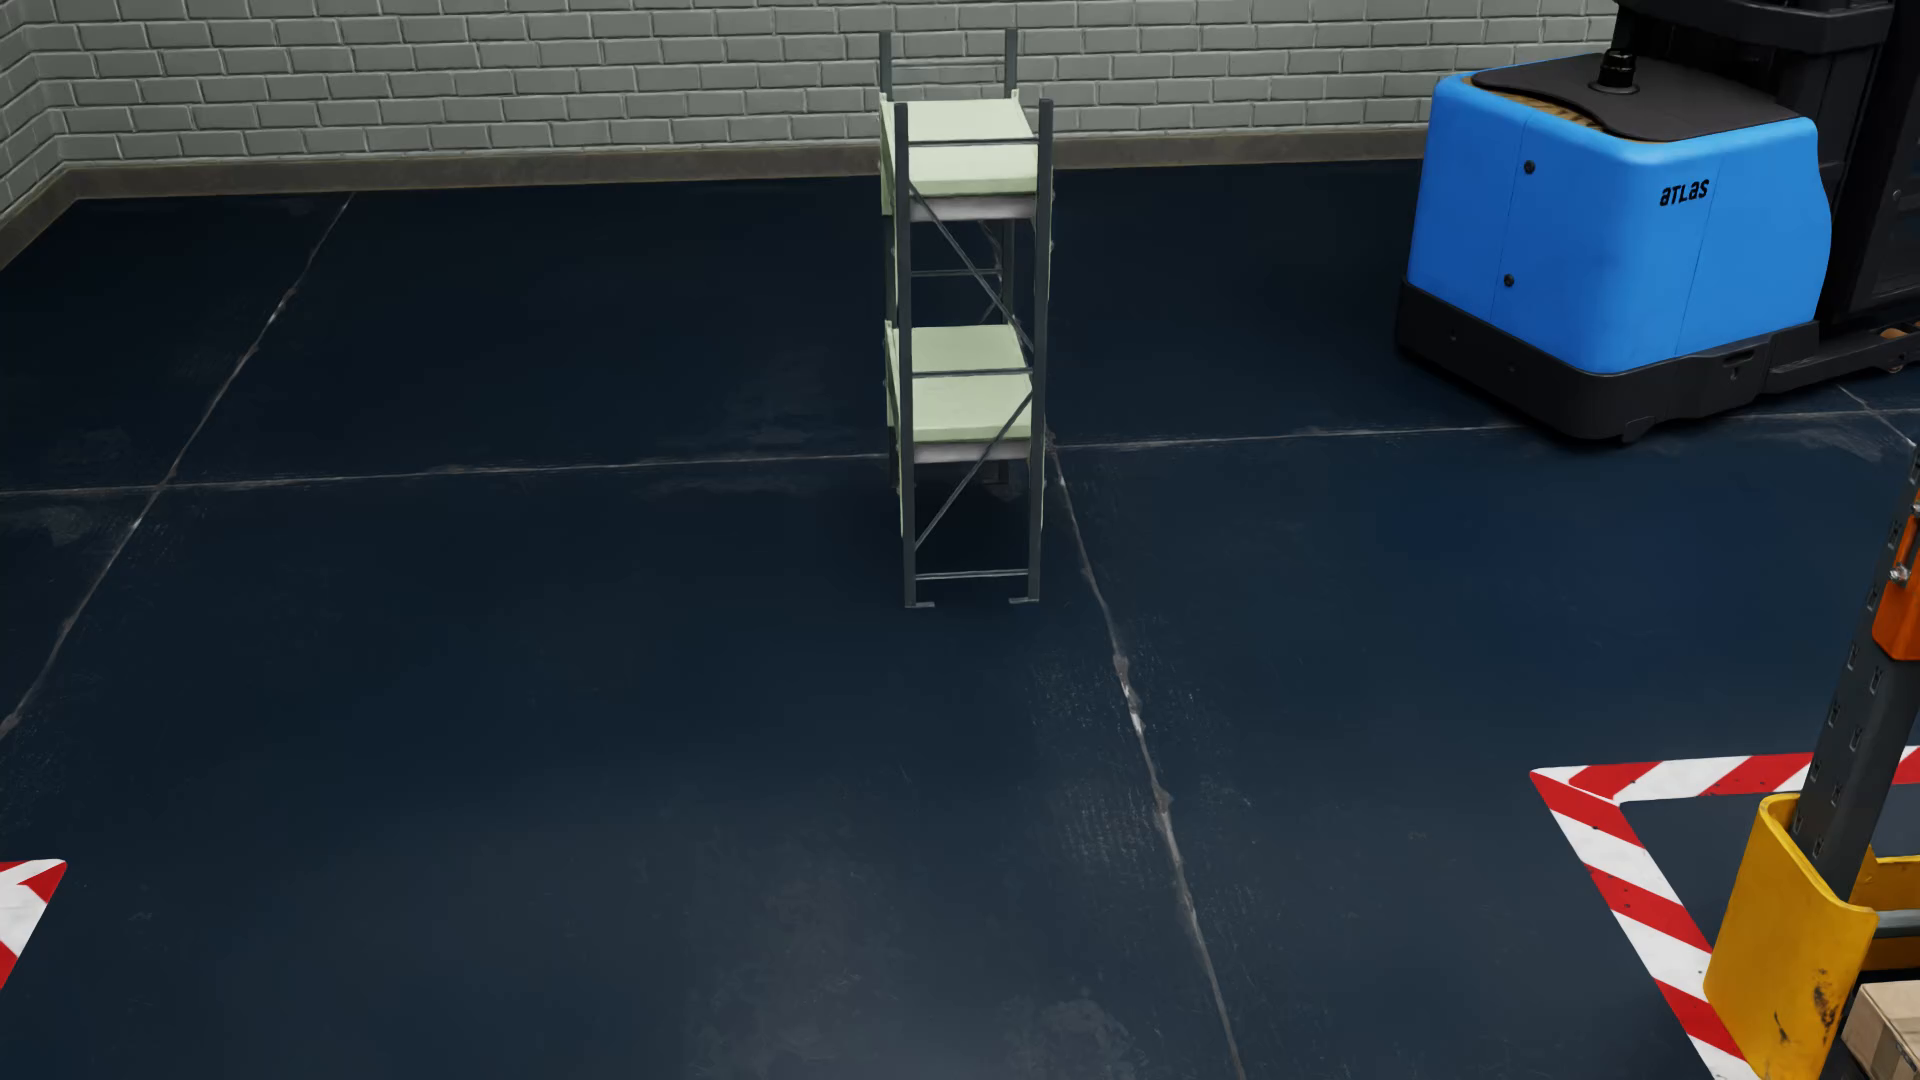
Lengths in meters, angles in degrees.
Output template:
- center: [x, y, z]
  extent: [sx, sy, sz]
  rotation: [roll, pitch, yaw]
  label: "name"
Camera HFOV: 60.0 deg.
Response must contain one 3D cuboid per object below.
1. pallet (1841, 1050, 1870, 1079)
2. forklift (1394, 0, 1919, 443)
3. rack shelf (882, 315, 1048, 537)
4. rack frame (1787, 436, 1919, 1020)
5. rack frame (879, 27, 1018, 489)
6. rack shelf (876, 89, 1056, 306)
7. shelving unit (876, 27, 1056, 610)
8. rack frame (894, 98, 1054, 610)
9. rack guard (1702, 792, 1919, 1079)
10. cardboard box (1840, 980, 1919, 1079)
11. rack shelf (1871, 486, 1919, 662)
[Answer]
- center: [2.282, 1.329, 2.819]
  extent: [1.003, 0.211, 1.213]
  rotation: [-3, 31, -5]
  label: "pallet"
- center: [3.222, -2.116, 5.934]
  extent: [3.031, 2.935, 1.130]
  rotation: [-15, 34, -23]
  label: "forklift"
- center: [0.001, -0.361, 5.027]
  extent: [0.431, 0.370, 0.720]
  rotation: [-3, 31, -5]
  label: "rack shelf"
- center: [2.199, -0.314, 2.850]
  extent: [1.000, 3.000, 0.127]
  rotation: [-3, 31, -5]
  label: "rack frame"
- center: [-0.034, -0.827, 5.173]
  extent: [0.400, 1.500, 0.023]
  rotation: [-3, 31, -5]
  label: "rack frame"
- center: [0.001, -0.976, 4.660]
  extent: [0.431, 0.370, 0.720]
  rotation: [-3, 31, -5]
  label: "rack shelf"
- center: [0.001, -0.640, 4.860]
  extent: [0.431, 1.500, 0.755]
  rotation: [-3, 31, -5]
  label: "shelving unit"
- center: [0.035, -0.454, 4.547]
  extent: [0.400, 1.500, 0.023]
  rotation: [-3, 31, -5]
  label: "rack frame"
- center: [2.206, 0.798, 3.426]
  extent: [1.175, 0.500, 0.348]
  rotation: [-3, 31, -5]
  label: "rack guard"
- center: [1.896, 0.951, 3.083]
  extent: [0.380, 0.149, 0.250]
  rotation: [-3, 31, -5]
  label: "cardboard box"
- center: [2.386, 1.016, 1.325]
  extent: [1.077, 0.370, 4.000]
  rotation: [-3, 31, -5]
  label: "rack shelf"
